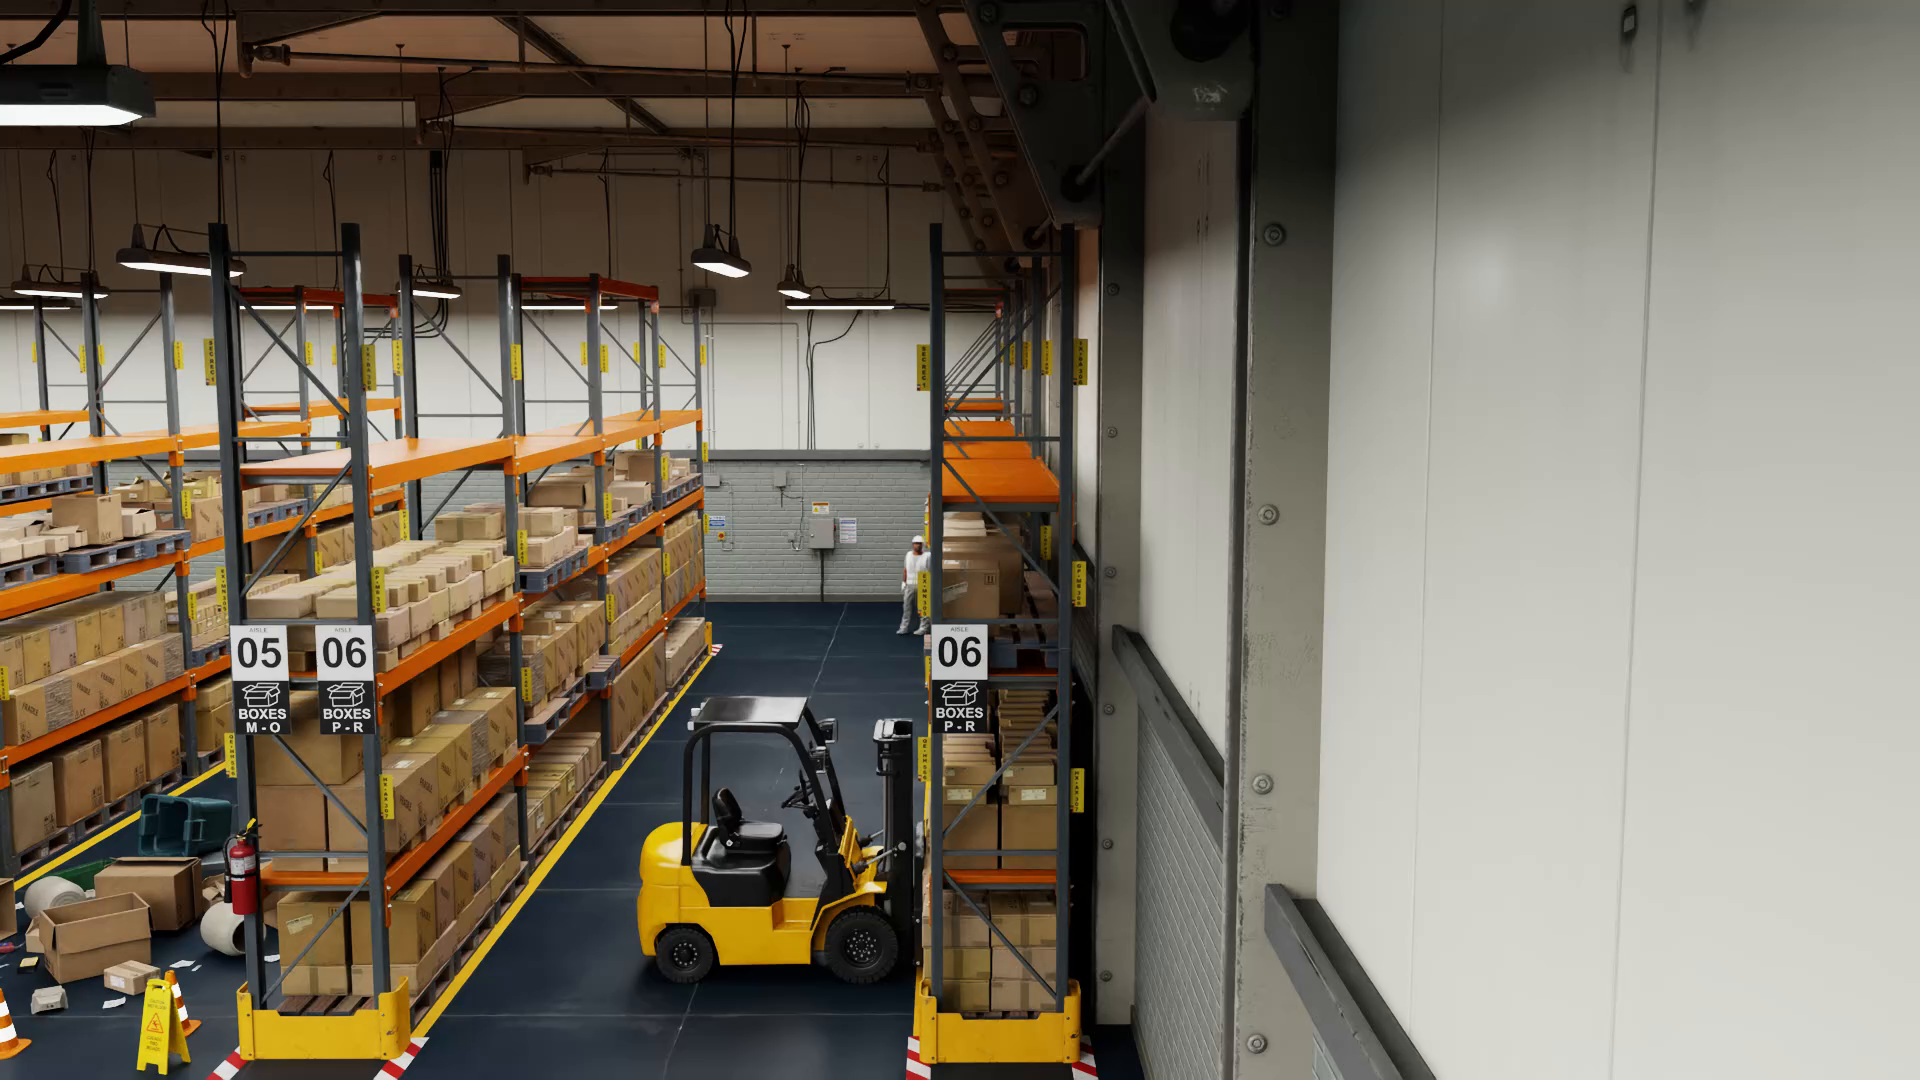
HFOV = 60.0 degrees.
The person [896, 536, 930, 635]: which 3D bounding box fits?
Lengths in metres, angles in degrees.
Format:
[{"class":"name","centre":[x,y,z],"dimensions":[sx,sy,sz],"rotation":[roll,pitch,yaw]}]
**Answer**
[{"class":"person","centre":[-0.787,0.816,29.756],"dimensions":[0.658,1.786,0.536],"rotation":[4,8,33]}]
